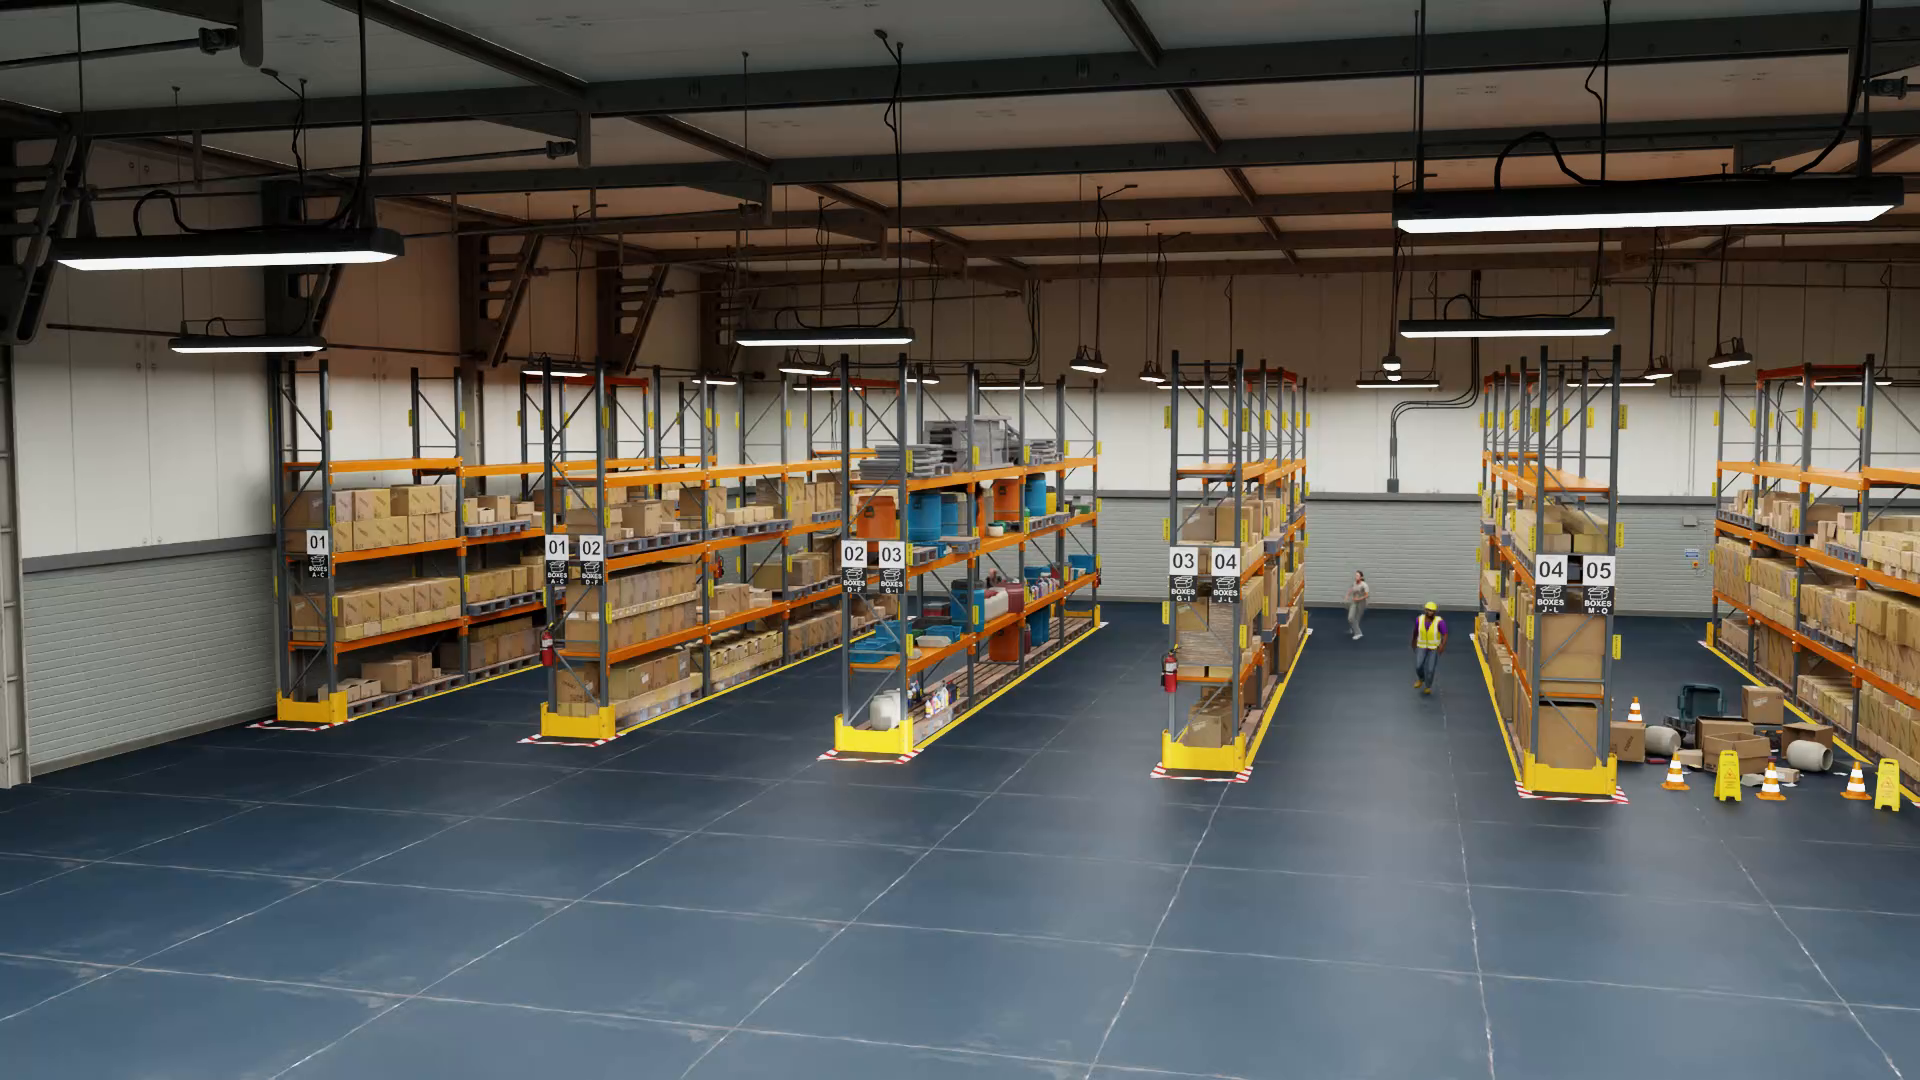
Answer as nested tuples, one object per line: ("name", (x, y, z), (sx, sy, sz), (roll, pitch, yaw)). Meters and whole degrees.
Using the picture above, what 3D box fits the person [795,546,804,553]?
("person", (-4.367, 0.981, 44.713), (0.694, 1.672, 0.619), (3, 5, 40))

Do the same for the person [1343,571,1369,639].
("person", (9.151, 1.489, 38.208), (0.677, 1.599, 0.598), (4, 6, 43))

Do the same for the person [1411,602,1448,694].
("person", (8.515, 1.964, 30.251), (0.724, 1.712, 0.773), (2, 5, 26))

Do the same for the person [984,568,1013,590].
("person", (0.900, 1.461, 38.377), (0.692, 1.670, 0.997), (2, 5, 25))
